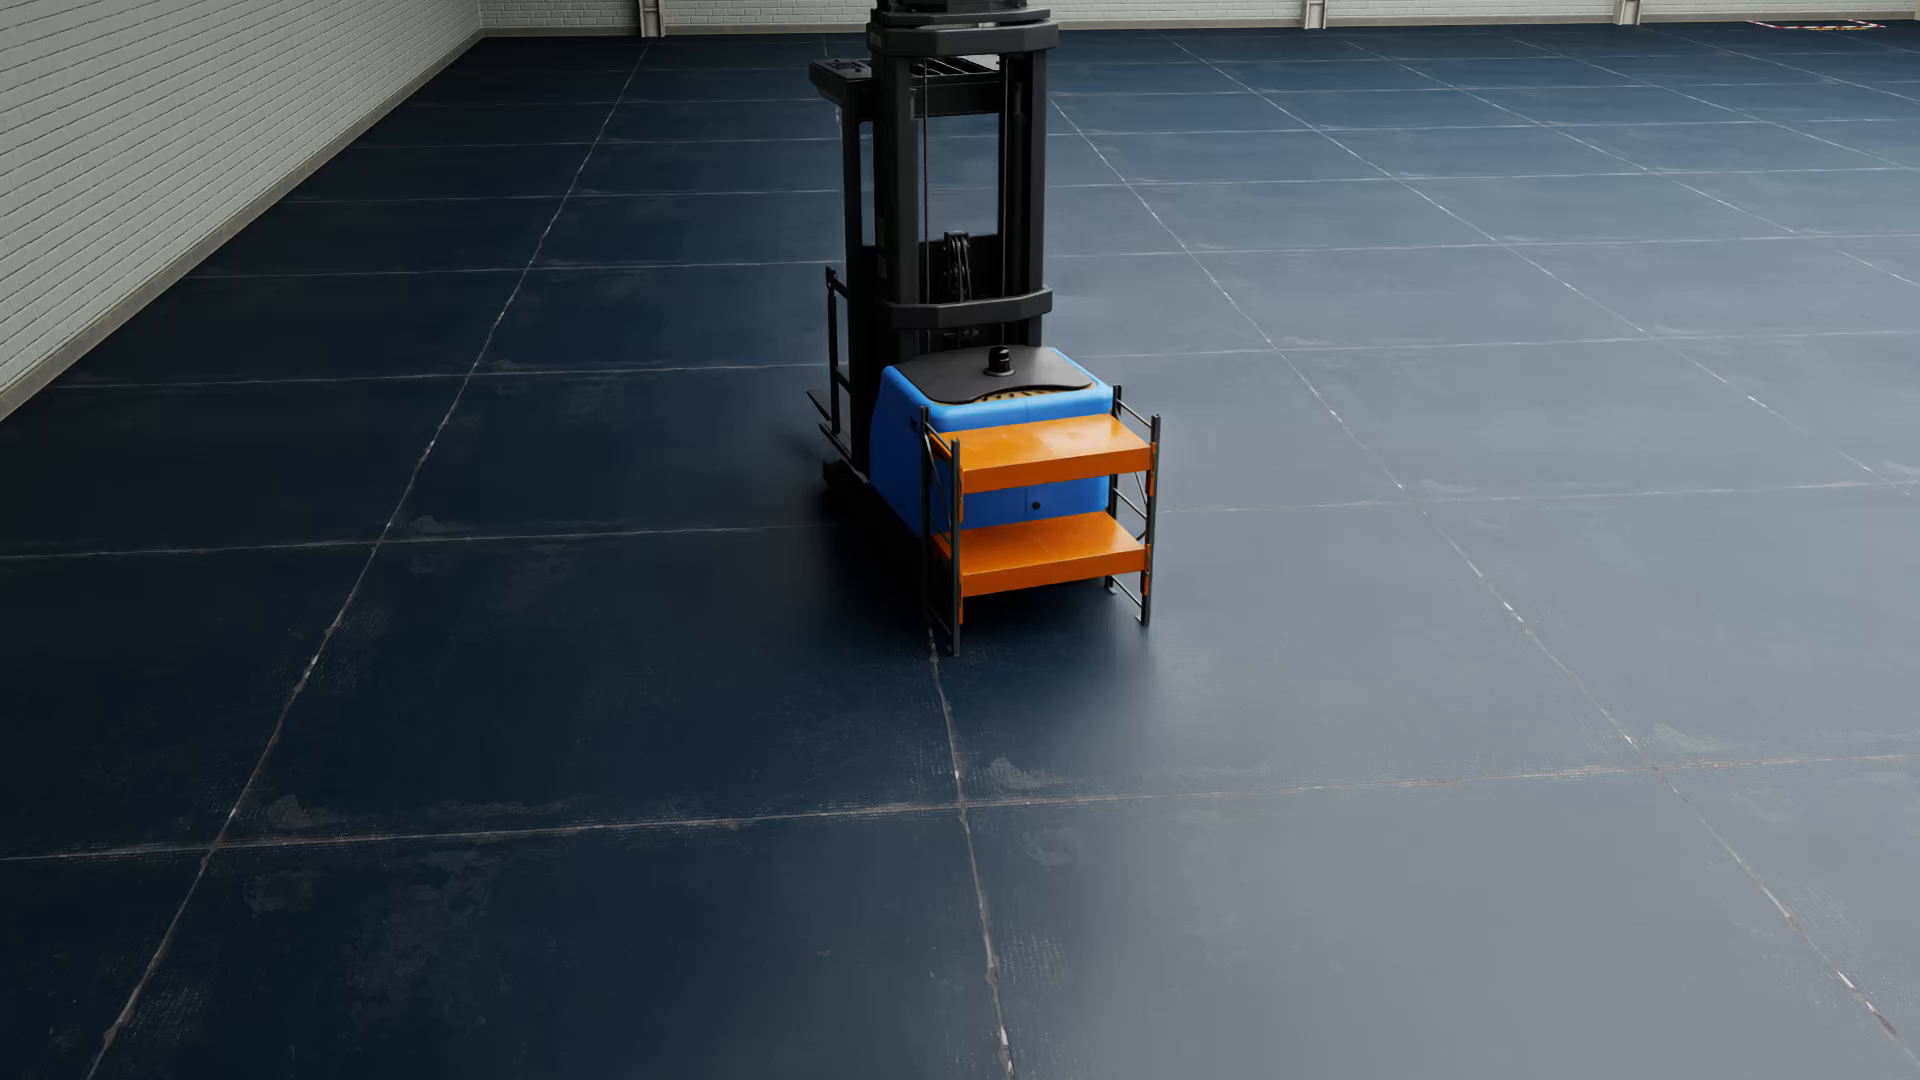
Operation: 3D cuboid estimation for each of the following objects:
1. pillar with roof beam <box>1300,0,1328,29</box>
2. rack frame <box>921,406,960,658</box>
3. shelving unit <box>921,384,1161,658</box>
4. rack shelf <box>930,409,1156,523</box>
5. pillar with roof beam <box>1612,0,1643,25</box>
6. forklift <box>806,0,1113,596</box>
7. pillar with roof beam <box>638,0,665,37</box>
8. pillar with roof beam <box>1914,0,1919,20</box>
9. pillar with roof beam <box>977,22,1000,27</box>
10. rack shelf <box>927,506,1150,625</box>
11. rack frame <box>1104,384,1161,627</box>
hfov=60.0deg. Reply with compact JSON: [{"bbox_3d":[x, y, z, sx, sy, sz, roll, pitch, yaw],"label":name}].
[{"bbox_3d":[6.917,-11.804,24.865,0.400,9.000,9.100,-2,24,-5],"label":"pillar with roof beam"},{"bbox_3d":[-0.096,-0.039,8.085,0.032,1.125,0.500,-8,26,-17],"label":"rack frame"},{"bbox_3d":[0.384,-0.107,8.236,1.048,1.125,0.538,-8,26,-17],"label":"shelving unit"},{"bbox_3d":[0.385,-0.373,8.115,1.000,0.278,0.538,-8,26,-17],"label":"rack shelf"},{"bbox_3d":[12.888,-12.044,25.404,0.400,9.000,9.100,-2,24,-5],"label":"pillar with roof beam"},{"bbox_3d":[-0.185,-1.625,9.433,1.130,2.935,3.031,-9,25,-19],"label":"forklift"},{"bbox_3d":[-5.025,-11.325,23.788,0.400,9.000,9.100,-2,24,-5],"label":"pillar with roof beam"},{"bbox_3d":[18.859,-12.284,25.943,0.400,9.000,9.100,-2,24,-5],"label":"pillar with roof beam"},{"bbox_3d":[0.946,-11.565,24.326,0.400,9.000,9.100,-2,24,-5],"label":"pillar with roof beam"},{"bbox_3d":[0.384,0.116,8.337,1.000,0.278,0.538,-8,26,-17],"label":"rack shelf"},{"bbox_3d":[0.865,-0.174,8.387,0.032,1.125,0.500,-8,26,-17],"label":"rack frame"}]
